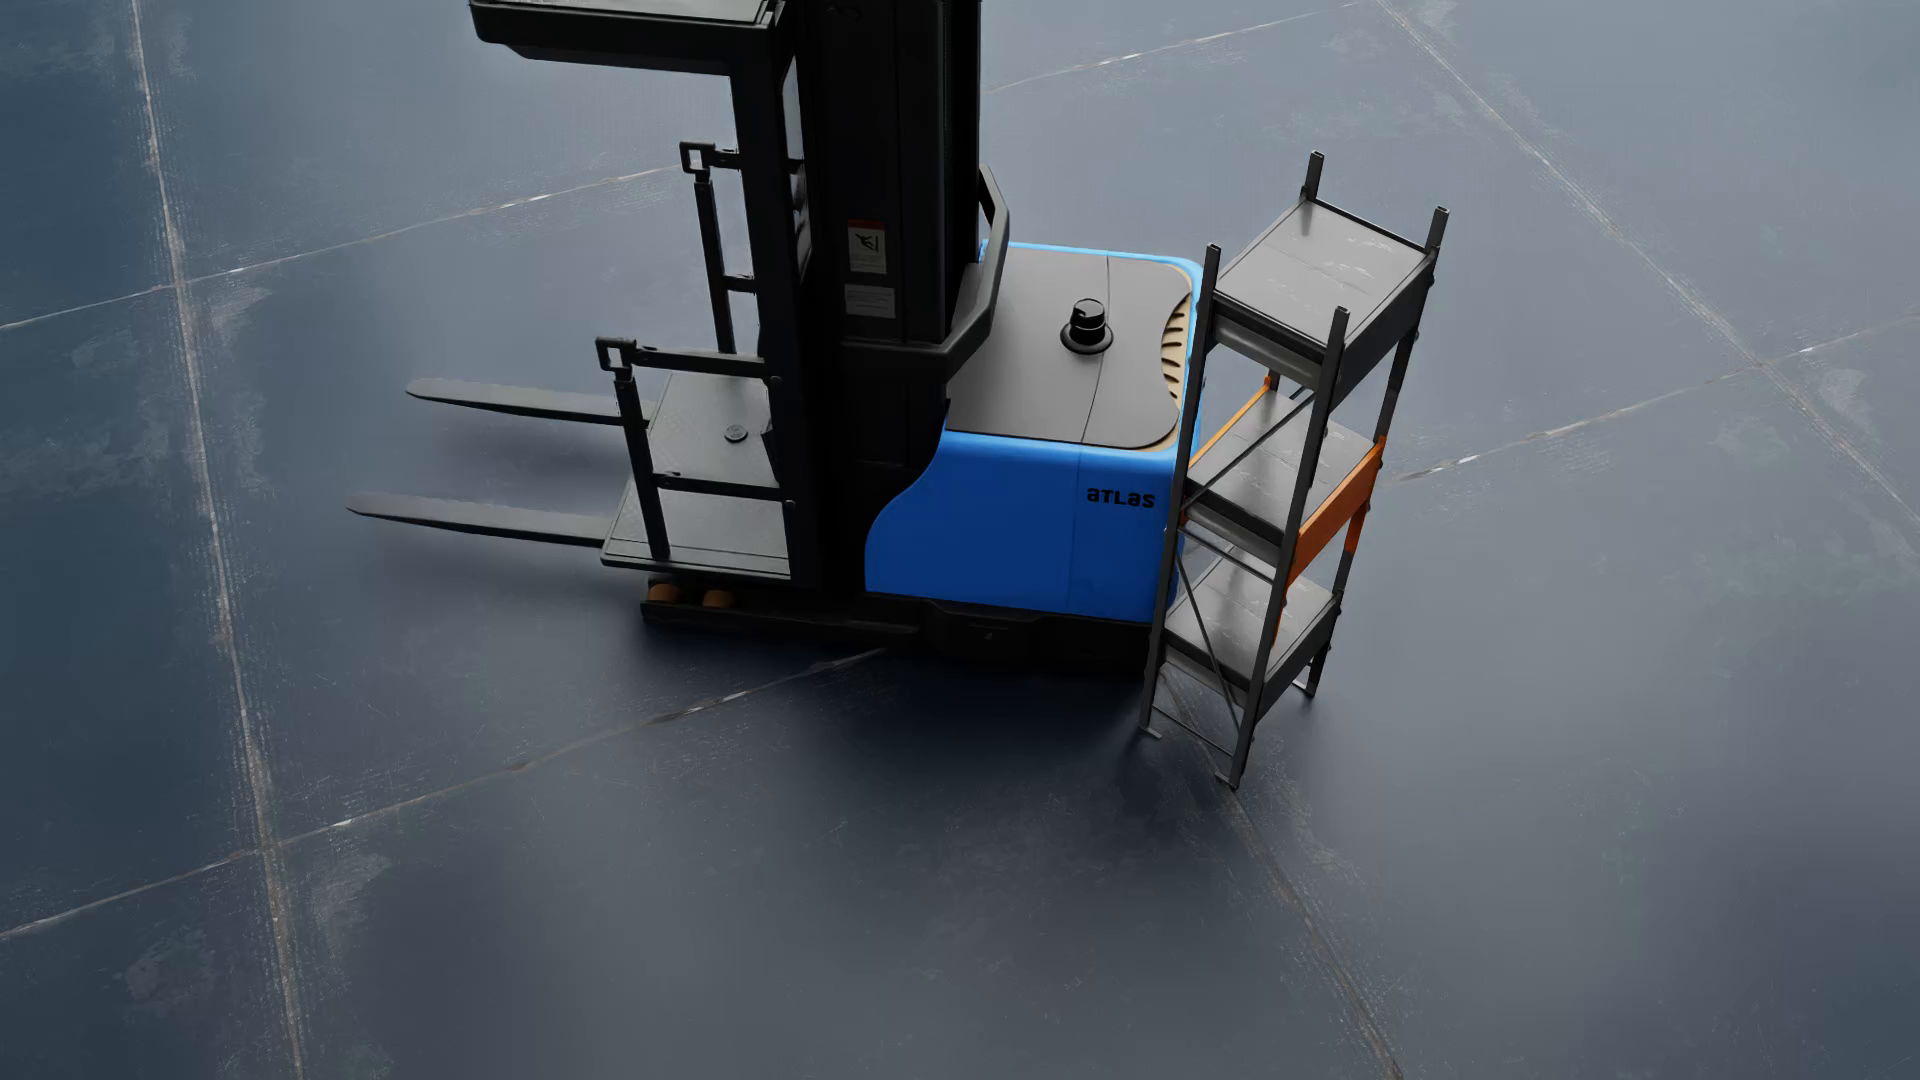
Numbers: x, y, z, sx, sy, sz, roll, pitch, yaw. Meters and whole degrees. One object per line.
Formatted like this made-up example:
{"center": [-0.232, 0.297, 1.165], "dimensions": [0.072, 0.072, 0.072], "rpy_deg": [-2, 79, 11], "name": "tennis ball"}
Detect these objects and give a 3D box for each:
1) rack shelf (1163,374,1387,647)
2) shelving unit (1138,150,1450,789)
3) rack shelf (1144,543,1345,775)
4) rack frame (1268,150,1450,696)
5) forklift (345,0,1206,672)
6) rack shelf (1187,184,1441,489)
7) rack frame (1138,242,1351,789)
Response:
{"center": [0.924, -0.087, 4.959], "dimensions": [0.431, 0.518, 0.480], "rpy_deg": [32, 56, 24], "name": "rack shelf"}
{"center": [0.924, -0.096, 4.949], "dimensions": [0.431, 2.100, 0.503], "rpy_deg": [32, 56, 24], "name": "shelving unit"}
{"center": [0.924, 0.369, 5.490], "dimensions": [0.431, 0.518, 0.480], "rpy_deg": [32, 56, 24], "name": "rack shelf"}
{"center": [1.078, -0.240, 5.072], "dimensions": [0.400, 2.100, 0.015], "rpy_deg": [32, 56, 24], "name": "rack frame"}
{"center": [-0.696, -1.012, 5.187], "dimensions": [3.031, 2.935, 1.130], "rpy_deg": [6, 50, 5], "name": "forklift"}
{"center": [0.924, -0.543, 4.428], "dimensions": [0.431, 0.518, 0.480], "rpy_deg": [32, 56, 24], "name": "rack shelf"}
{"center": [0.769, 0.047, 4.825], "dimensions": [0.400, 2.100, 0.015], "rpy_deg": [32, 56, 24], "name": "rack frame"}
